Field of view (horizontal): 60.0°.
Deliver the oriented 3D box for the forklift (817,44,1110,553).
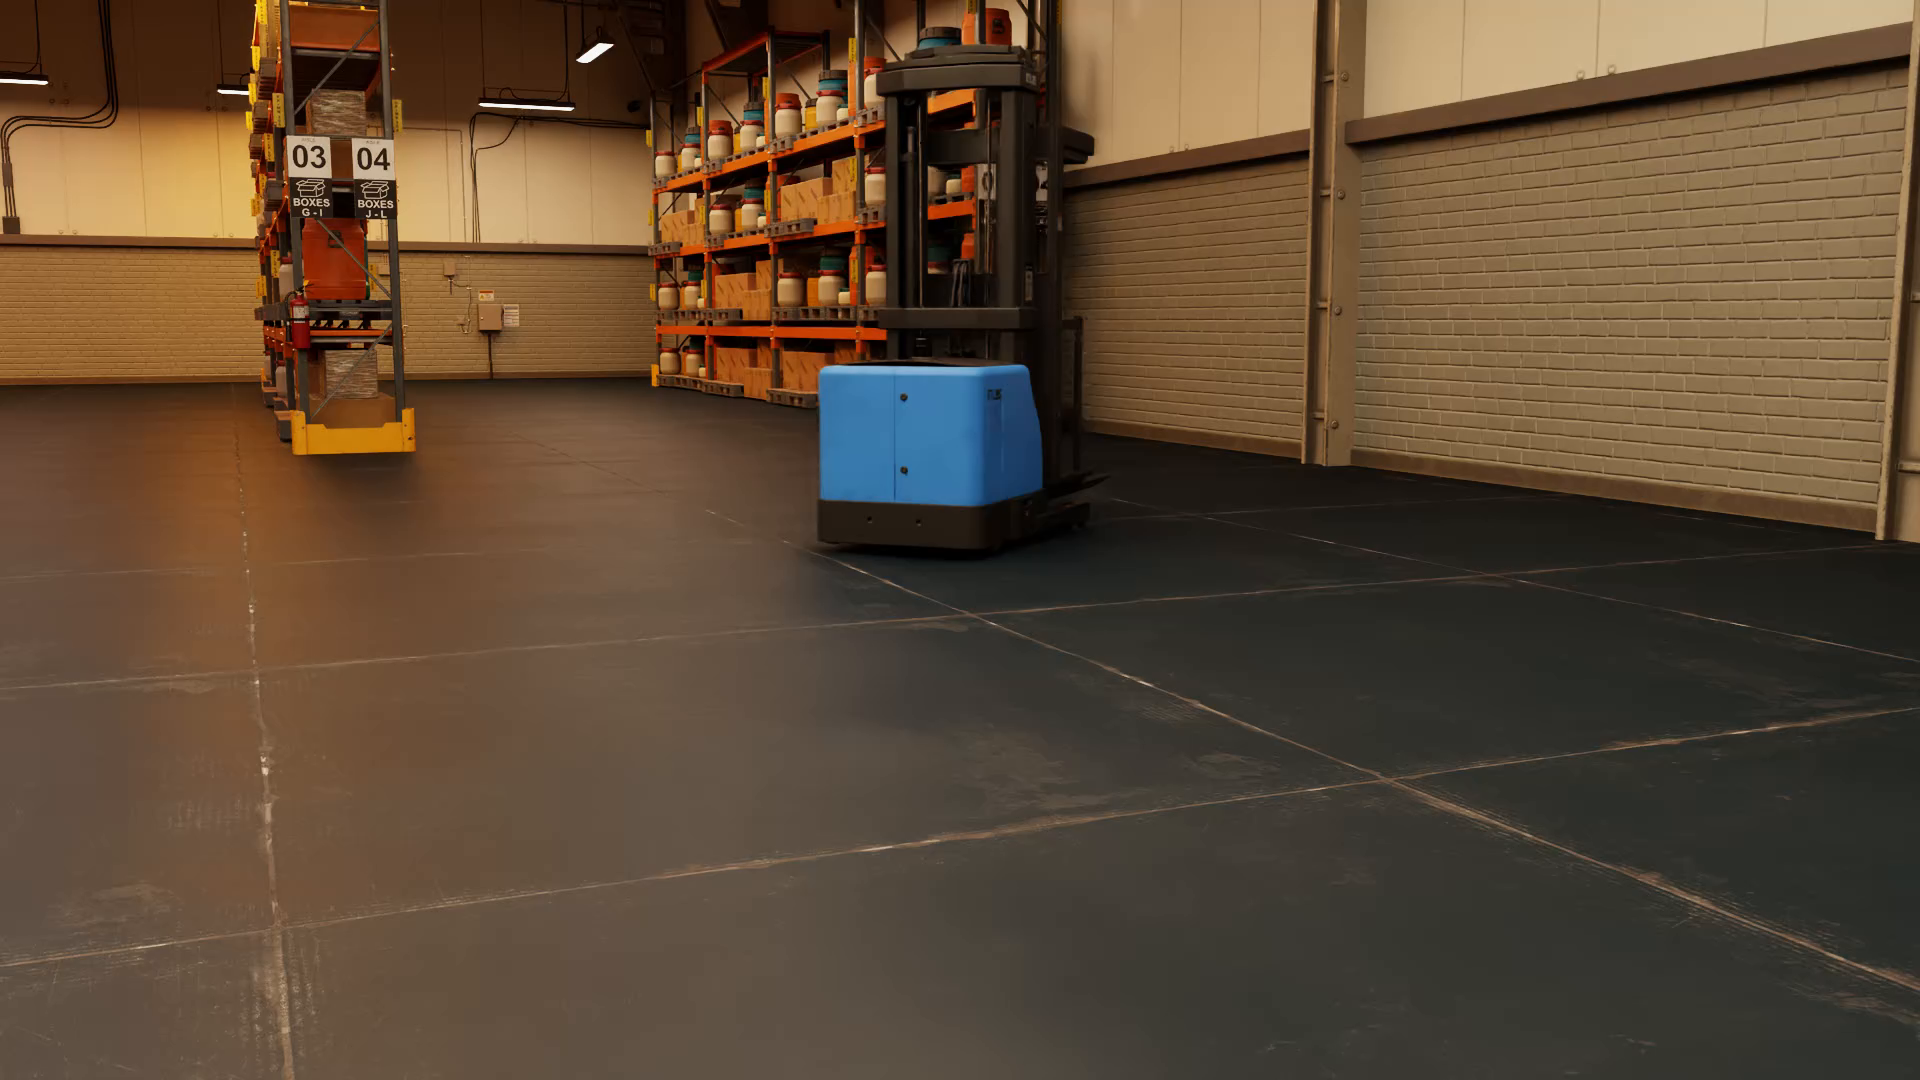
[{"bbox_3d":[0.199,-1.534,10.578,1.130,2.935,3.031,3,8,22],"label":"forklift"}]
